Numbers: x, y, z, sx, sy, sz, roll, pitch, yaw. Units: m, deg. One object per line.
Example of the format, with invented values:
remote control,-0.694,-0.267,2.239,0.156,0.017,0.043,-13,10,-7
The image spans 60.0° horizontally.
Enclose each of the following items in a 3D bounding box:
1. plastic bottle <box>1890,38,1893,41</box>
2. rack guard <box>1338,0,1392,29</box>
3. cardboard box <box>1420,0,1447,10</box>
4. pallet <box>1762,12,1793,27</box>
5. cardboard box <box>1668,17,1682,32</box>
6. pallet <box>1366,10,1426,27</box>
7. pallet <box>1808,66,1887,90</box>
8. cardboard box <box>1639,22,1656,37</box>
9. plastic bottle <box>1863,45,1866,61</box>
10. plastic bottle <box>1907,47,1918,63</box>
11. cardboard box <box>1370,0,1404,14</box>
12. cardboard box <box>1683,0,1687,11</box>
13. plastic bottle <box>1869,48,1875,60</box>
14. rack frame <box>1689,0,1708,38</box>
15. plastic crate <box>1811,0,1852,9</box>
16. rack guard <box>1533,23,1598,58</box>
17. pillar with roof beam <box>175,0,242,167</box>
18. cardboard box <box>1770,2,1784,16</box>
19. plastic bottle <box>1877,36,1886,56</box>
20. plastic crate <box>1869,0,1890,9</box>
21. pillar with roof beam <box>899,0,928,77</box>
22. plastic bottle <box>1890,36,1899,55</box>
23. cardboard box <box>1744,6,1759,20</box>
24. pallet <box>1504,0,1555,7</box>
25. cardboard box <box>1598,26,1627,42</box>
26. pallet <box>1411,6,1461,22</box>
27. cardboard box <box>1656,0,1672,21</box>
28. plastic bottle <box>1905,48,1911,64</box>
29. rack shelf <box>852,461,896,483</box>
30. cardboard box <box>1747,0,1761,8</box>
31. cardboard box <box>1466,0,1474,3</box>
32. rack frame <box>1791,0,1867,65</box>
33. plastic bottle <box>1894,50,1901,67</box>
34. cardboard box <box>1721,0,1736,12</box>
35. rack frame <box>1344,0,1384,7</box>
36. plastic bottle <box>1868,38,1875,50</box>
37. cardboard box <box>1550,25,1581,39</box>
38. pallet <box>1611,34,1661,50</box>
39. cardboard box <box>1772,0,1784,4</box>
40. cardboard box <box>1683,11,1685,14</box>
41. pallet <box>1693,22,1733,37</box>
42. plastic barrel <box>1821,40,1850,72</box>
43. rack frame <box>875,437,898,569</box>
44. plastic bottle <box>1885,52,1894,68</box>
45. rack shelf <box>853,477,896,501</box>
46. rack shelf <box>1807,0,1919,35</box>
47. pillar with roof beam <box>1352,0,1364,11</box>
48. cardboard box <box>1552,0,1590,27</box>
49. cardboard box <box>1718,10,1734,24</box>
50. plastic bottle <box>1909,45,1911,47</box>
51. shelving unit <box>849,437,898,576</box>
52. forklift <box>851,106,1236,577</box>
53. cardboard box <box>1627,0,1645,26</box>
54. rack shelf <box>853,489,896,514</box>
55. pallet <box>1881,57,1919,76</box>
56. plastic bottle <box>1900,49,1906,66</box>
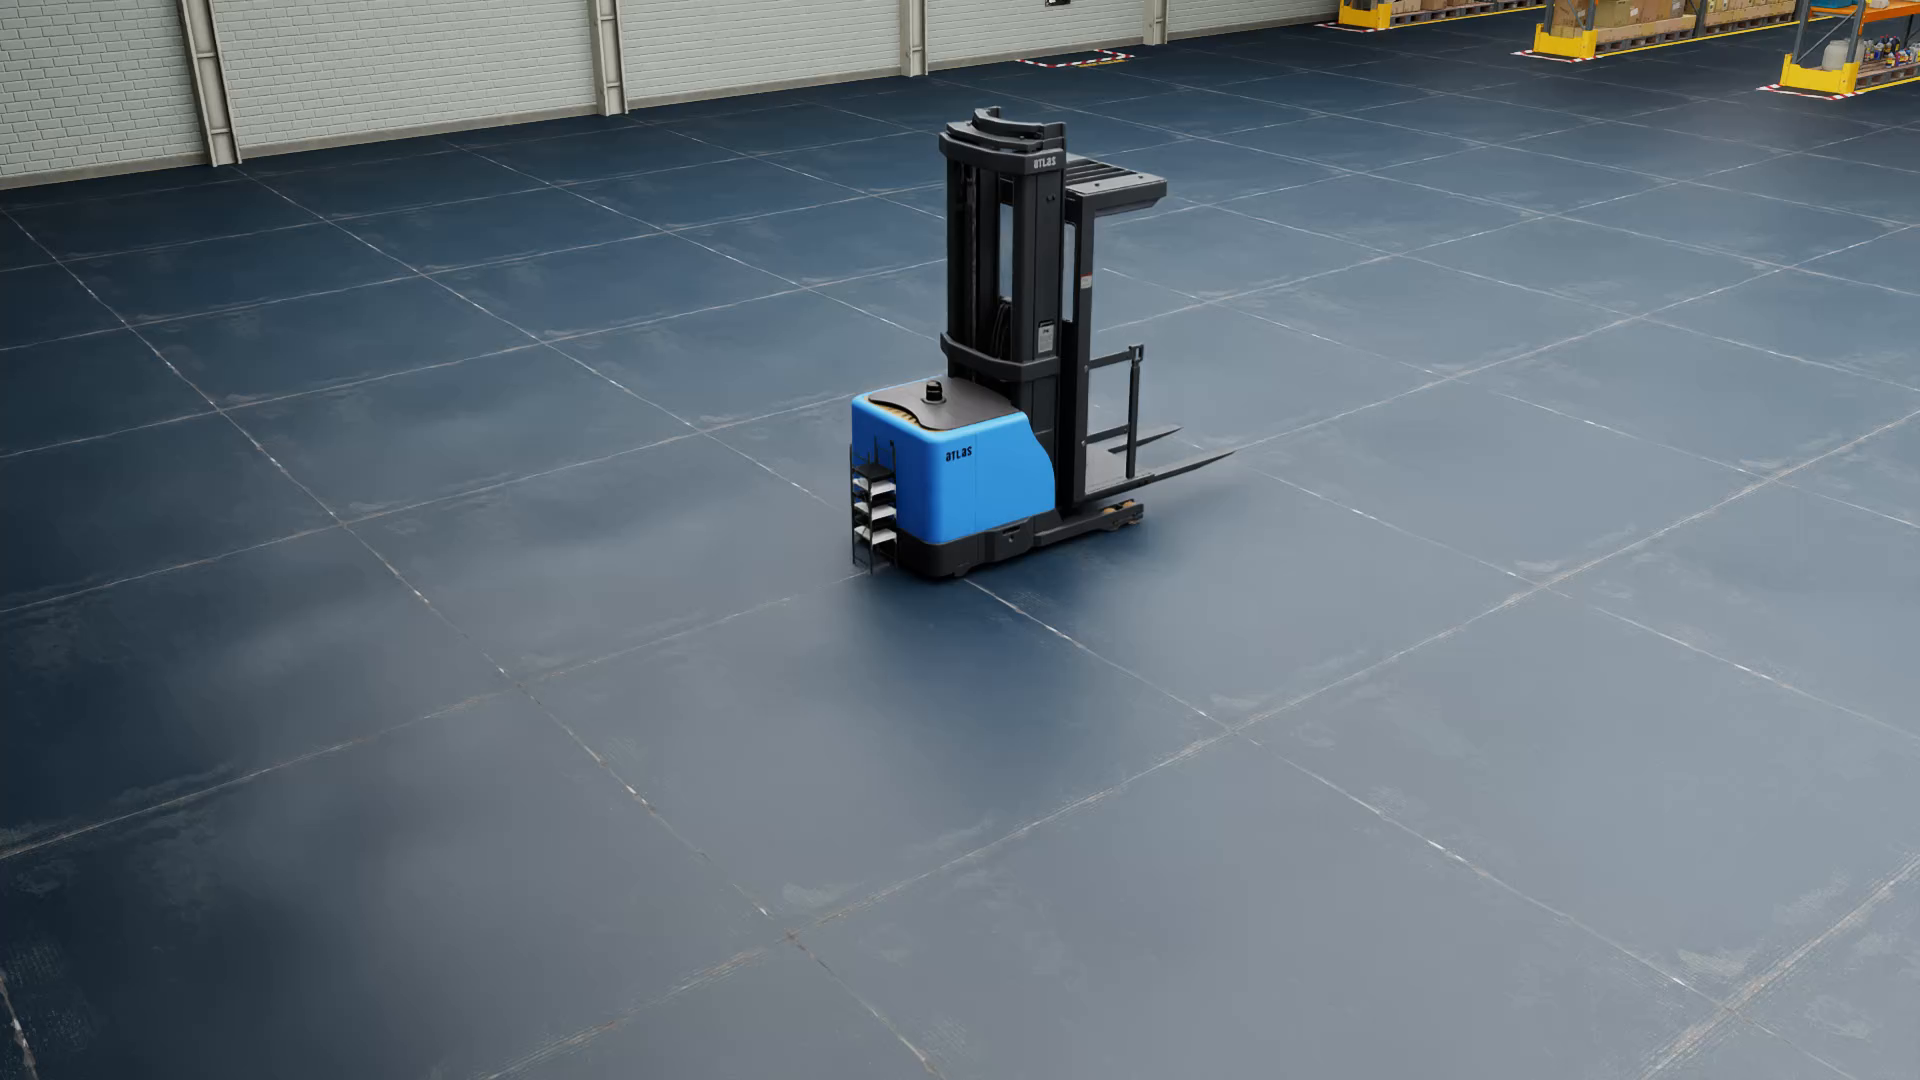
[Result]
plastic bottle,17.101,-9.078,30.588,0.135,0.276,0.152,-17,30,-32
rack guard,8.659,-11.274,35.575,0.348,0.500,1.175,-18,31,-34
cardboard box,10.256,-11.925,36.457,0.500,0.500,0.700,-21,32,-37
pallet,17.282,-11.360,36.104,1.213,0.211,1.003,-18,31,-34
cardboard box,14.177,-10.411,33.513,0.500,0.250,0.500,-18,31,-34
pallet,9.320,-11.342,36.065,1.213,0.211,1.003,-18,31,-34
pallet,15.386,-8.086,29.048,1.213,0.211,1.003,-18,31,-34
cardboard box,13.400,-10.146,32.942,0.500,0.250,0.500,-18,31,-34
plastic bottle,16.169,-8.717,29.800,0.133,0.283,0.061,-18,31,-34
plastic bottle,16.996,-8.672,29.711,0.135,0.276,0.152,-18,30,-33
cardboard box,9.199,-11.518,35.802,0.500,0.311,0.500,-23,33,-40
cardboard box,14.948,-11.185,34.515,0.500,0.311,0.500,-18,31,-34
plastic bottle,16.449,-8.766,30.005,0.097,0.201,0.097,0,25,0
rack frame,14.807,-11.787,33.711,0.127,3.000,1.000,-18,31,-34
plastic crate,14.922,-9.267,28.459,0.616,0.251,0.499,-18,31,-34
rack guard,11.640,-9.608,31.985,0.348,0.500,1.175,-18,31,-34
pillar with roof beam,-7.613,-7.917,18.246,0.400,9.000,9.100,-18,31,-34
cardboard box,17.287,-11.417,35.681,0.500,0.250,0.500,-19,31,-35
plastic bottle,16.820,-9.022,30.377,0.185,0.351,0.144,-20,31,-36
plastic crate,15.615,-9.112,28.261,0.250,0.136,0.298,-18,31,-34
pillar with roof beam,1.830,-11.034,24.963,0.400,9.000,9.100,-18,31,-34
plastic bottle,17.058,-9.023,30.380,0.185,0.351,0.144,-18,31,-34
cardboard box,16.487,-11.152,35.111,0.500,0.250,0.500,-18,30,-33
pallet,13.319,-12.683,38.955,1.213,0.211,1.003,-18,31,-34
cardboard box,12.609,-9.888,32.386,0.500,0.250,0.500,-18,31,-34
pallet,10.280,-11.657,36.744,1.213,0.211,1.003,-18,31,-34
cardboard box,13.785,-10.620,33.074,0.500,0.500,0.500,-18,31,-34
plastic bottle,16.839,-8.603,29.570,0.097,0.271,0.097,0,25,0
rack shelf,-0.586,-0.441,11.195,0.200,0.077,0.258,-17,30,-33
cardboard box,16.495,-11.409,34.998,0.500,0.311,0.500,-17,30,-33
cardboard box,11.345,-12.192,37.428,0.380,0.166,0.250,22,33,39
rack frame,14.713,-9.106,27.934,0.127,3.000,1.000,-18,31,-34
plastic bottle,16.521,-8.494,29.320,0.133,0.283,0.061,-18,30,-33
cardboard box,15.683,-11.138,34.413,0.500,0.311,0.500,-19,31,-35
rack frame,8.599,-12.388,35.006,0.127,3.000,1.000,-18,31,-34
plastic bottle,16.486,-8.911,30.139,0.185,0.351,0.144,-19,31,-34
cardboard box,11.899,-9.928,32.474,0.500,0.250,0.500,-18,31,-34
pallet,13.194,-10.011,33.196,1.213,0.211,1.003,-18,31,-34
cardboard box,17.289,-11.669,35.558,0.500,0.311,0.500,-19,31,-35
cardboard box,14.954,-10.934,34.640,0.500,0.250,0.500,-19,31,-35
pallet,15.362,-10.726,34.738,1.213,0.211,1.003,-18,31,-34
plastic barrel,15.183,-8.364,28.793,0.421,0.512,0.421,0,25,0
rack frame,-0.504,-0.251,11.350,0.006,0.900,0.240,-17,30,-33
plastic bottle,16.332,-8.436,29.208,0.097,0.271,0.097,0,25,0
rack shelf,-0.586,-0.359,11.233,0.200,0.077,0.258,-17,30,-33
rack shelf,16.286,-9.299,29.205,4.000,0.370,1.077,-18,31,-34
pillar with roof beam,11.273,-14.151,31.679,0.400,9.000,9.100,-18,31,-34
cardboard box,11.897,-10.269,32.317,0.500,0.500,0.500,-18,31,-34
cardboard box,15.680,-10.885,34.535,0.500,0.250,0.500,-17,30,-33
plastic bottle,17.043,-8.743,29.857,0.133,0.283,0.061,-18,31,-34
shelving unit,-0.586,-0.226,11.295,0.210,0.900,0.258,-17,30,-33
forklift,0.721,-1.554,11.745,3.031,2.935,1.130,-17,30,-33
cardboard box,12.996,-10.361,32.516,0.500,0.500,0.500,-18,31,-34
rack shelf,-0.586,-0.277,11.271,0.200,0.077,0.258,-17,30,-33
pallet,17.306,-8.719,30.414,1.213,0.211,1.003,-18,31,-34
plastic bottle,16.680,-8.551,29.456,0.097,0.271,0.097,0,25,0
